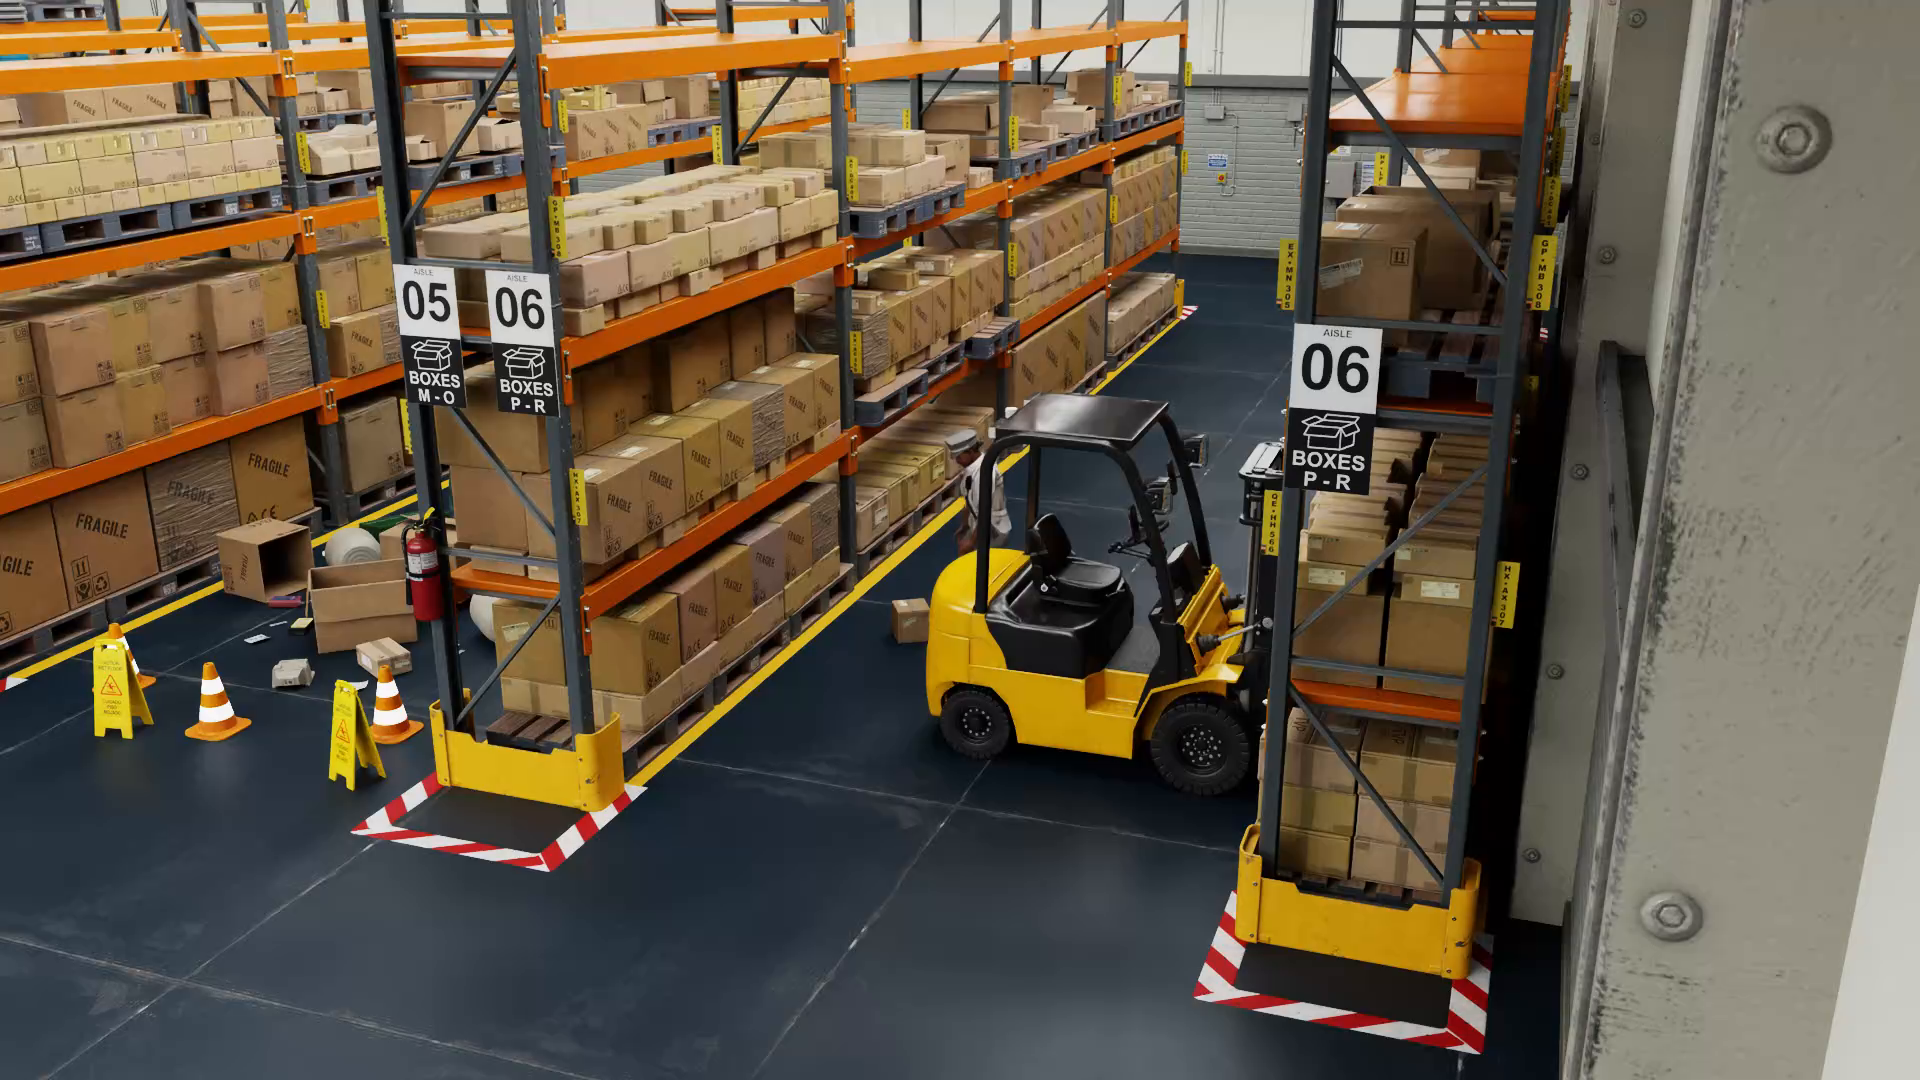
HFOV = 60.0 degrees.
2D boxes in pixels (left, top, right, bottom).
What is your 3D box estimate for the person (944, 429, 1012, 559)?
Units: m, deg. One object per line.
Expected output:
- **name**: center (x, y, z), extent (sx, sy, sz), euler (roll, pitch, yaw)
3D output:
- **person**: center (0.131, -0.043, 12.319), extent (0.500, 1.592, 0.469), euler (-4, 19, -11)
